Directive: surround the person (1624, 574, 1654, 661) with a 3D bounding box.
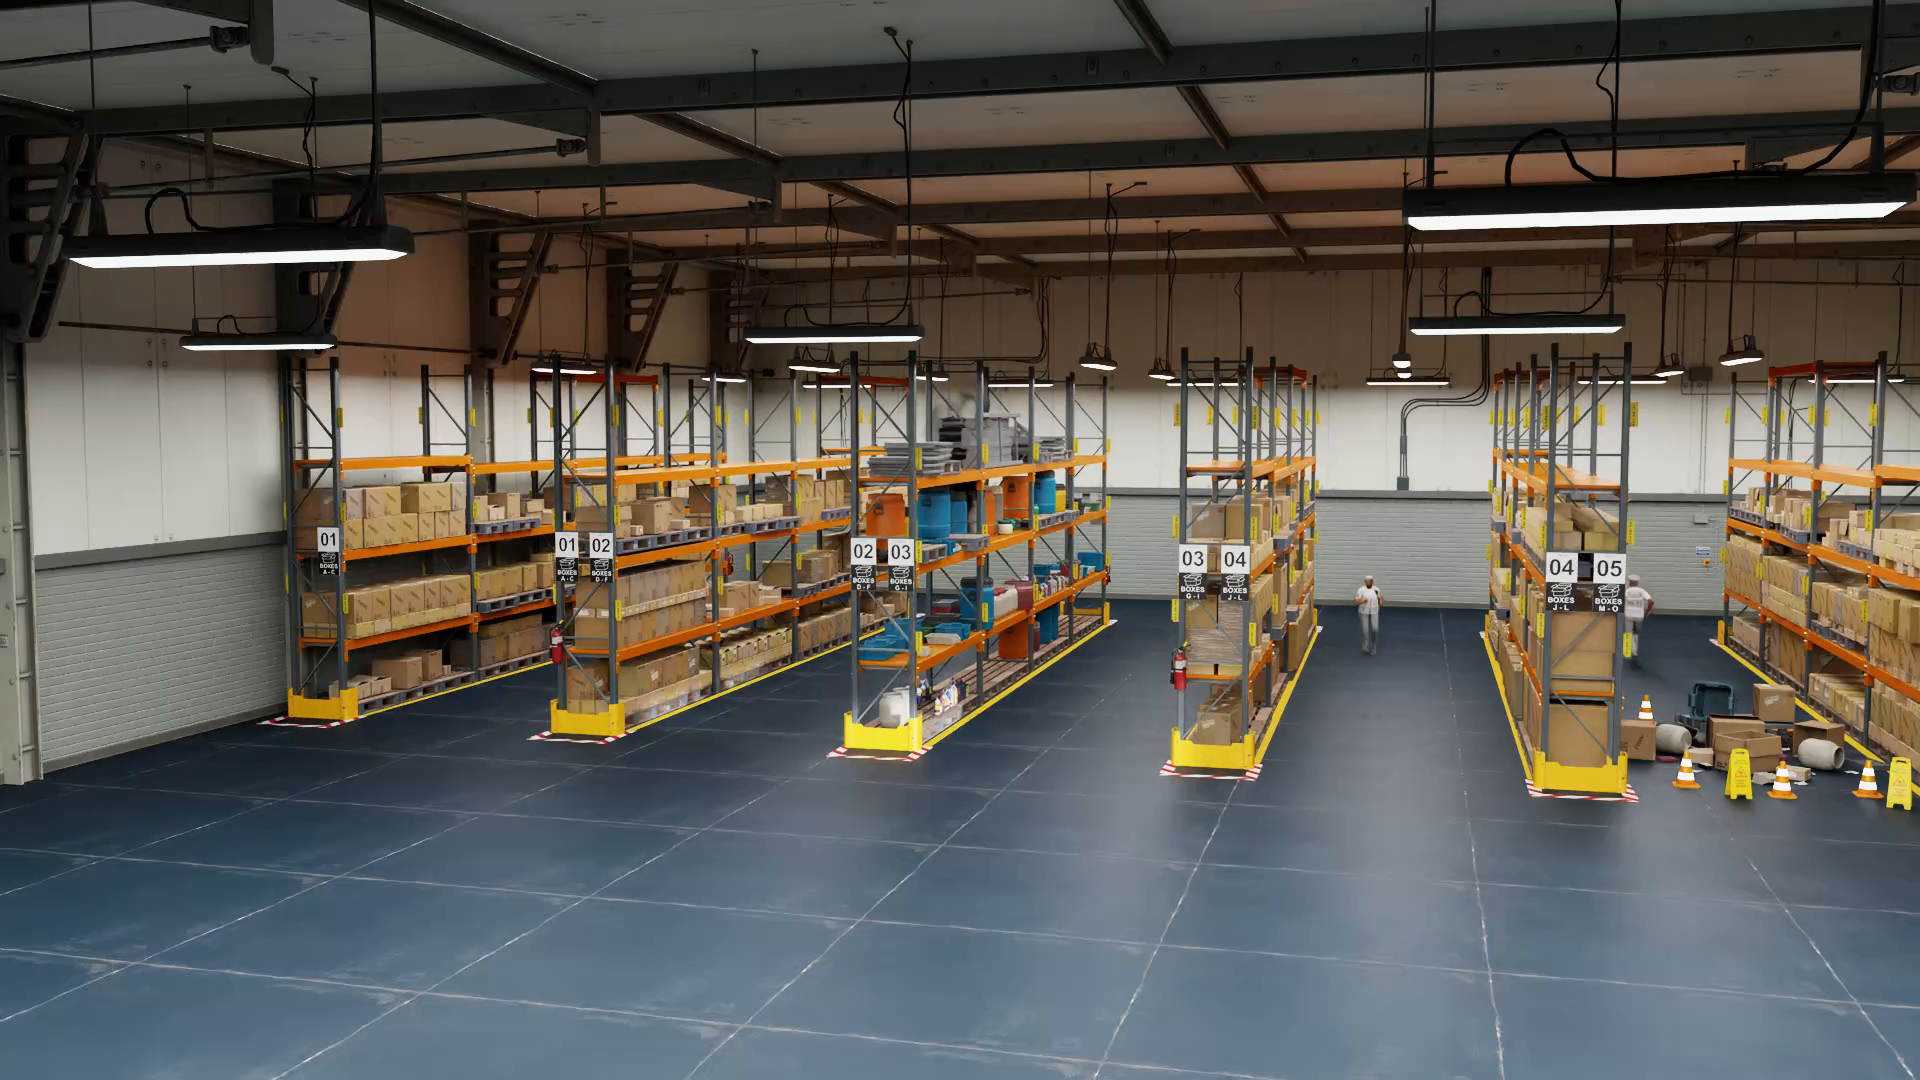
[{"bbox_3d":[13.768,1.605,34.021,0.649,1.813,0.915,0,4,2],"label":"person"}]

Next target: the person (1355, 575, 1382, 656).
[{"bbox_3d":[8.664,1.598,35.215,0.587,1.715,0.691,1,4,8],"label":"person"}]
